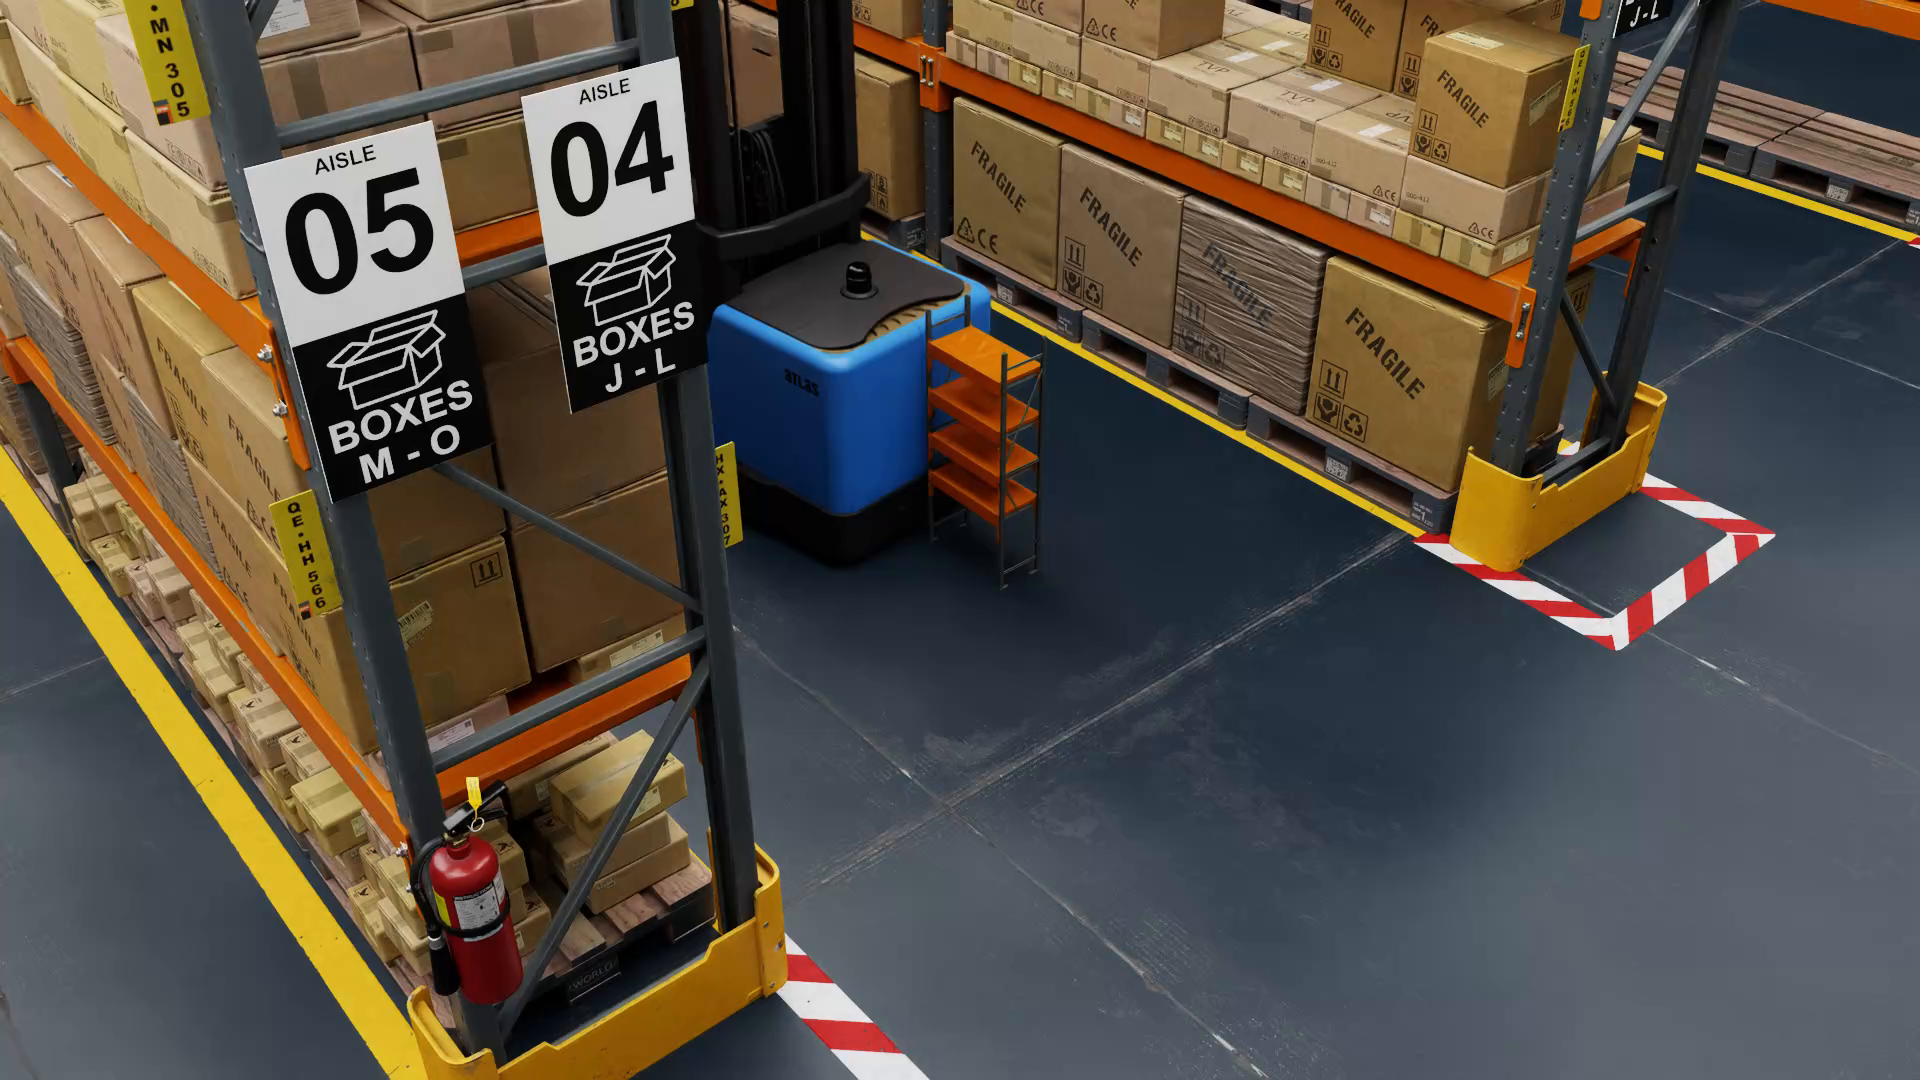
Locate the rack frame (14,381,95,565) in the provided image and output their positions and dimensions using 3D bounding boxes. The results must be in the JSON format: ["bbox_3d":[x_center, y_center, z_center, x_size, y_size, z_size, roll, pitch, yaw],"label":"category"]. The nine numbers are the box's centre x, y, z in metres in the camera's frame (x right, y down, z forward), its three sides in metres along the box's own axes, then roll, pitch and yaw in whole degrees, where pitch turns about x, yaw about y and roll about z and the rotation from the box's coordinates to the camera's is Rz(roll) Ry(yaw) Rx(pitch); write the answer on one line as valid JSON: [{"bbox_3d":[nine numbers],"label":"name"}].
[{"bbox_3d":[-3.646,-1.325,7.026,1.000,3.000,0.127,-26,43,-32],"label":"rack frame"}]

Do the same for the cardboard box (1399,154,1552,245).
[{"bbox_3d":[2.274,-1.540,7.201,0.500,0.250,0.500,-27,43,-32],"label":"cardboard box"}]

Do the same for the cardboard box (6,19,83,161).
[{"bbox_3d":[-2.205,-1.271,4.483,0.500,0.250,0.500,-24,42,-30],"label":"cardboard box"}]

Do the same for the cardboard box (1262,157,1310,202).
[{"bbox_3d":[1.647,-1.747,7.839,0.380,0.149,0.250,-27,43,-33],"label":"cardboard box"}]

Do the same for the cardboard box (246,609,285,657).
[{"bbox_3d":[-1.979,0.172,5.129,0.380,0.149,0.250,-25,42,-31],"label":"cardboard box"}]

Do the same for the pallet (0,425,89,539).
[{"bbox_3d":[-4.150,-0.531,8.316,1.003,0.211,1.213,-26,43,-32],"label":"pallet"}]

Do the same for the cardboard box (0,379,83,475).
[{"bbox_3d":[-4.317,-0.709,7.956,0.500,0.500,0.500,-27,43,-33],"label":"cardboard box"}]

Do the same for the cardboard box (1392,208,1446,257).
[{"bbox_3d":[2.139,-1.411,7.364,0.380,0.149,0.250,-26,43,-31],"label":"cardboard box"}]

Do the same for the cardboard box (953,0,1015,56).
[{"bbox_3d":[0.311,-2.886,9.102,0.500,0.250,0.500,-27,43,-33],"label":"cardboard box"}]

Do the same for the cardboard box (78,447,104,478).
[{"bbox_3d":[-3.582,-0.347,7.233,0.380,0.149,0.250,-24,42,-30],"label":"cardboard box"}]

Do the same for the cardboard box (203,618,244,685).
[{"bbox_3d":[-2.593,0.353,6.245,0.380,0.149,0.250,-26,43,-32],"label":"cardboard box"}]

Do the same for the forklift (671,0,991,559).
[{"bbox_3d":[-1.262,-1.843,7.817,3.031,2.935,1.130,28,44,34],"label":"forklift"}]

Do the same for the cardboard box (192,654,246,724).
[{"bbox_3d":[-2.655,0.501,6.293,0.380,0.149,0.250,-26,43,-31],"label":"cardboard box"}]

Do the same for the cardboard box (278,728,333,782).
[{"bbox_3d":[-2.102,0.713,5.736,0.380,0.149,0.250,-28,44,-33],"label":"cardboard box"}]

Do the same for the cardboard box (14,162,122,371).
[{"bbox_3d":[-2.564,-0.921,5.246,0.500,0.500,0.500,-28,44,-33],"label":"cardboard box"}]

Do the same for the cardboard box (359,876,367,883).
[{"bbox_3d":[-1.912,1.054,5.770,0.380,0.149,0.250,-26,43,-32],"label":"cardboard box"}]

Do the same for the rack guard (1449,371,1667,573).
[{"bbox_3d":[2.804,-0.334,7.789,1.175,0.500,0.348,-26,43,-32],"label":"rack guard"}]

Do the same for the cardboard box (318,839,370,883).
[{"bbox_3d":[-1.960,0.956,5.651,0.380,0.149,0.250,-28,44,-33],"label":"cardboard box"}]

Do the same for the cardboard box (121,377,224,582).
[{"bbox_3d":[-2.215,-0.273,5.197,0.500,0.500,0.500,-26,43,-32],"label":"cardboard box"}]

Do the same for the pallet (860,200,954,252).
[{"bbox_3d":[-0.348,-2.305,10.822,1.003,0.211,1.213,-26,43,-32],"label":"pallet"}]

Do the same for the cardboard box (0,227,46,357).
[{"bbox_3d":[-3.195,-0.959,6.165,0.500,0.500,0.500,-26,43,-32],"label":"cardboard box"}]

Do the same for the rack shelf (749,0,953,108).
[{"bbox_3d":[-1.083,-3.720,11.030,1.077,0.370,4.000,-26,43,-32],"label":"rack shelf"}]

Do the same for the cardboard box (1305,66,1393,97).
[{"bbox_3d":[2.023,-2.188,8.116,0.500,0.250,0.500,-28,44,-33],"label":"cardboard box"}]

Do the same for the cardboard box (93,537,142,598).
[{"bbox_3d":[-3.485,0.065,7.166,0.380,0.149,0.250,-25,42,-31],"label":"cardboard box"}]

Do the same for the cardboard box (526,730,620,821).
[{"bbox_3d":[-1.341,0.842,5.811,0.380,0.149,0.250,-26,43,-32],"label":"cardboard box"}]

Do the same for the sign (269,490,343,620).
[{"bbox_3d":[-1.502,0.037,3.827,0.100,0.325,0.005,-26,43,-32],"label":"sign"}]

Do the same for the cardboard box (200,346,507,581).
[{"bbox_3d":[-1.550,-0.239,4.283,0.500,0.500,0.500,-27,43,-33],"label":"cardboard box"}]

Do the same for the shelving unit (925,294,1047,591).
[{"bbox_3d":[0.107,-0.417,7.300,0.258,1.200,0.503,-26,43,-32],"label":"shelving unit"}]

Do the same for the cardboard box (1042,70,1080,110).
[{"bbox_3d":[0.655,-2.426,8.797,0.380,0.149,0.250,-27,44,-33],"label":"cardboard box"}]

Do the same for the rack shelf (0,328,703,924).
[{"bbox_3d":[-2.356,-0.149,5.987,1.077,0.370,4.000,-26,43,-32],"label":"rack shelf"}]

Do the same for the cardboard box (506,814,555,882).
[{"bbox_3d":[-1.390,0.997,5.850,0.380,0.149,0.250,-26,43,-32],"label":"cardboard box"}]

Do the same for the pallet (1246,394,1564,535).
[{"bbox_3d":[2.213,-0.550,8.345,1.003,0.211,1.213,-26,43,-32],"label":"pallet"}]

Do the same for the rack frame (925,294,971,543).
[{"bbox_3d":[-0.051,-0.524,7.452,0.240,1.200,0.015,-26,43,-32],"label":"rack frame"}]

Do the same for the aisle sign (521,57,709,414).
[{"bbox_3d":[-0.789,-0.700,3.893,0.394,0.787,0.004,-26,43,-32],"label":"aisle sign"}]

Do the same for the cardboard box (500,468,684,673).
[{"bbox_3d":[-1.144,-0.023,4.843,0.500,0.500,0.500,-24,42,-30],"label":"cardboard box"}]

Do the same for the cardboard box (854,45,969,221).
[{"bbox_3d":[-0.221,-2.710,10.456,1.225,0.875,0.875,-26,43,-32],"label":"cardboard box"}]

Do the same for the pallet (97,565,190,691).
[{"bbox_3d":[-3.186,0.096,7.432,1.003,0.211,1.213,-26,43,-32],"label":"pallet"}]

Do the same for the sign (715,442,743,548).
[{"bbox_3d":[-0.651,-0.115,4.568,0.100,0.325,0.005,-26,43,-32],"label":"sign"}]

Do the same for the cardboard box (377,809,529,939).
[{"bbox_3d":[-1.600,1.051,5.260,0.380,0.149,0.250,-25,43,-31],"label":"cardboard box"}]

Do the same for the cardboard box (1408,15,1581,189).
[{"bbox_3d":[2.274,-1.848,6.987,0.500,0.500,0.500,-25,43,-31],"label":"cardboard box"}]

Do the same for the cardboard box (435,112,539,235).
[{"bbox_3d":[-1.160,-1.016,4.123,0.500,0.250,0.500,-24,42,-30],"label":"cardboard box"}]

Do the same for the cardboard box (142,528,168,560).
[{"bbox_3d":[-3.063,-0.003,6.748,0.380,0.149,0.250,-27,43,-33],"label":"cardboard box"}]

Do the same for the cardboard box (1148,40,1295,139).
[{"bbox_3d":[1.279,-2.217,8.157,0.500,0.250,0.500,-26,43,-32],"label":"cardboard box"}]

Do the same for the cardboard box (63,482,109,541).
[{"bbox_3d":[-3.657,-0.175,7.248,0.380,0.149,0.250,-24,42,-30],"label":"cardboard box"}]

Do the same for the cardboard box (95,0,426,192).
[{"bbox_3d":[-1.557,-1.035,3.717,0.500,0.250,0.500,-27,44,-33],"label":"cardboard box"}]

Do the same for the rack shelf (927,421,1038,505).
[{"bbox_3d":[0.107,-0.362,7.339,0.258,0.148,0.480,-26,43,-32],"label":"rack shelf"}]

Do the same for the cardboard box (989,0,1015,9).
[{"bbox_3d":[0.321,-3.190,8.882,0.500,0.500,0.500,-26,43,-32],"label":"cardboard box"}]

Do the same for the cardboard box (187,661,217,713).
[{"bbox_3d":[-2.789,0.505,6.545,0.380,0.149,0.250,-27,44,-33],"label":"cardboard box"}]

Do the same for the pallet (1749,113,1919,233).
[{"bbox_3d":[6.070,-2.453,11.030,1.003,0.211,1.213,-26,43,-32],"label":"pallet"}]

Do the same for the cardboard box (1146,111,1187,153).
[{"bbox_3d":[1.152,-2.086,8.317,0.380,0.149,0.250,-27,44,-33],"label":"cardboard box"}]

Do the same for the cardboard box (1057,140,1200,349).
[{"bbox_3d":[1.153,-1.716,9.053,0.875,0.875,0.875,-26,43,-32],"label":"cardboard box"}]

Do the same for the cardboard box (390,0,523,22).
[{"bbox_3d":[-1.100,-1.317,3.771,0.380,0.149,0.250,-26,43,-32],"label":"cardboard box"}]

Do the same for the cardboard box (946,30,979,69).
[{"bbox_3d":[0.144,-2.773,9.288,0.380,0.149,0.250,-26,43,-32],"label":"cardboard box"}]
